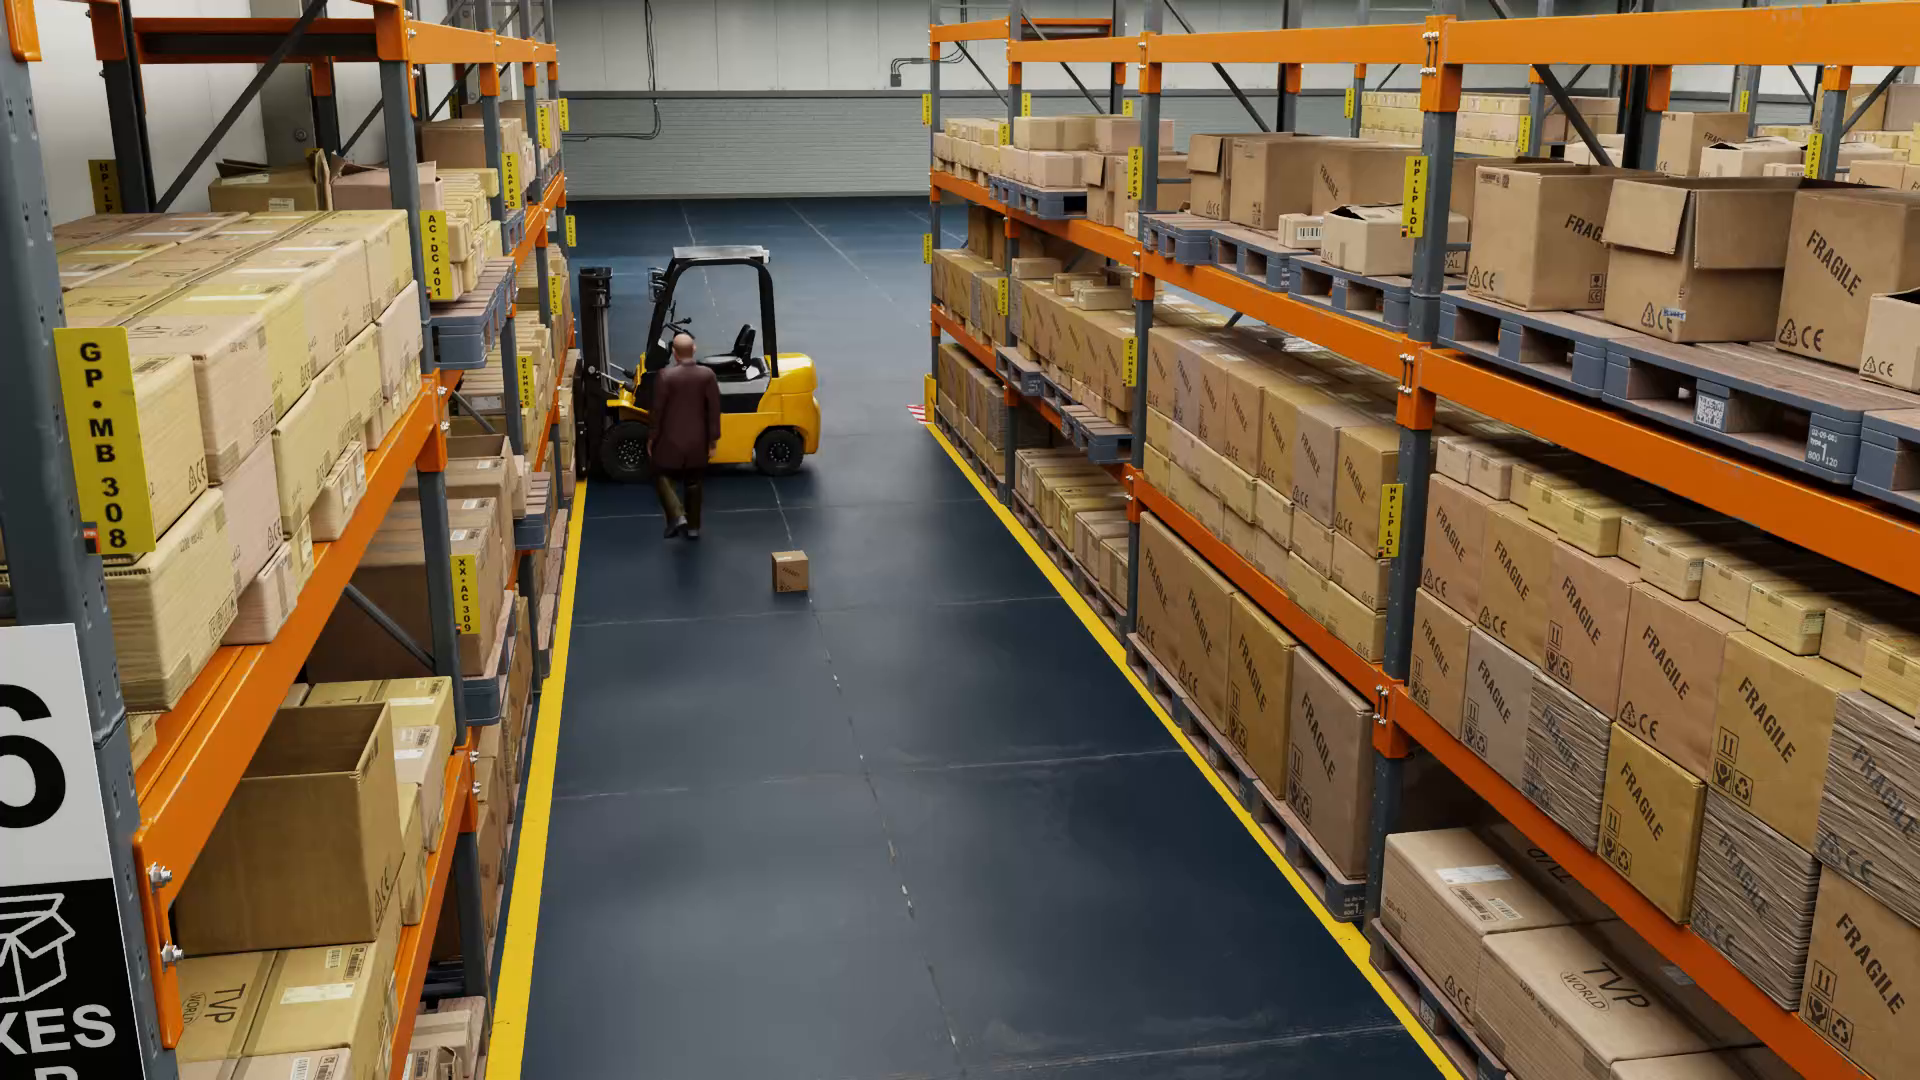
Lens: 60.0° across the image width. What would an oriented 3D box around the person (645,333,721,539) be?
[{"bbox_3d":[-2.340,-0.857,13.959,0.625,1.765,0.769,-8,18,-26],"label":"person"}]
